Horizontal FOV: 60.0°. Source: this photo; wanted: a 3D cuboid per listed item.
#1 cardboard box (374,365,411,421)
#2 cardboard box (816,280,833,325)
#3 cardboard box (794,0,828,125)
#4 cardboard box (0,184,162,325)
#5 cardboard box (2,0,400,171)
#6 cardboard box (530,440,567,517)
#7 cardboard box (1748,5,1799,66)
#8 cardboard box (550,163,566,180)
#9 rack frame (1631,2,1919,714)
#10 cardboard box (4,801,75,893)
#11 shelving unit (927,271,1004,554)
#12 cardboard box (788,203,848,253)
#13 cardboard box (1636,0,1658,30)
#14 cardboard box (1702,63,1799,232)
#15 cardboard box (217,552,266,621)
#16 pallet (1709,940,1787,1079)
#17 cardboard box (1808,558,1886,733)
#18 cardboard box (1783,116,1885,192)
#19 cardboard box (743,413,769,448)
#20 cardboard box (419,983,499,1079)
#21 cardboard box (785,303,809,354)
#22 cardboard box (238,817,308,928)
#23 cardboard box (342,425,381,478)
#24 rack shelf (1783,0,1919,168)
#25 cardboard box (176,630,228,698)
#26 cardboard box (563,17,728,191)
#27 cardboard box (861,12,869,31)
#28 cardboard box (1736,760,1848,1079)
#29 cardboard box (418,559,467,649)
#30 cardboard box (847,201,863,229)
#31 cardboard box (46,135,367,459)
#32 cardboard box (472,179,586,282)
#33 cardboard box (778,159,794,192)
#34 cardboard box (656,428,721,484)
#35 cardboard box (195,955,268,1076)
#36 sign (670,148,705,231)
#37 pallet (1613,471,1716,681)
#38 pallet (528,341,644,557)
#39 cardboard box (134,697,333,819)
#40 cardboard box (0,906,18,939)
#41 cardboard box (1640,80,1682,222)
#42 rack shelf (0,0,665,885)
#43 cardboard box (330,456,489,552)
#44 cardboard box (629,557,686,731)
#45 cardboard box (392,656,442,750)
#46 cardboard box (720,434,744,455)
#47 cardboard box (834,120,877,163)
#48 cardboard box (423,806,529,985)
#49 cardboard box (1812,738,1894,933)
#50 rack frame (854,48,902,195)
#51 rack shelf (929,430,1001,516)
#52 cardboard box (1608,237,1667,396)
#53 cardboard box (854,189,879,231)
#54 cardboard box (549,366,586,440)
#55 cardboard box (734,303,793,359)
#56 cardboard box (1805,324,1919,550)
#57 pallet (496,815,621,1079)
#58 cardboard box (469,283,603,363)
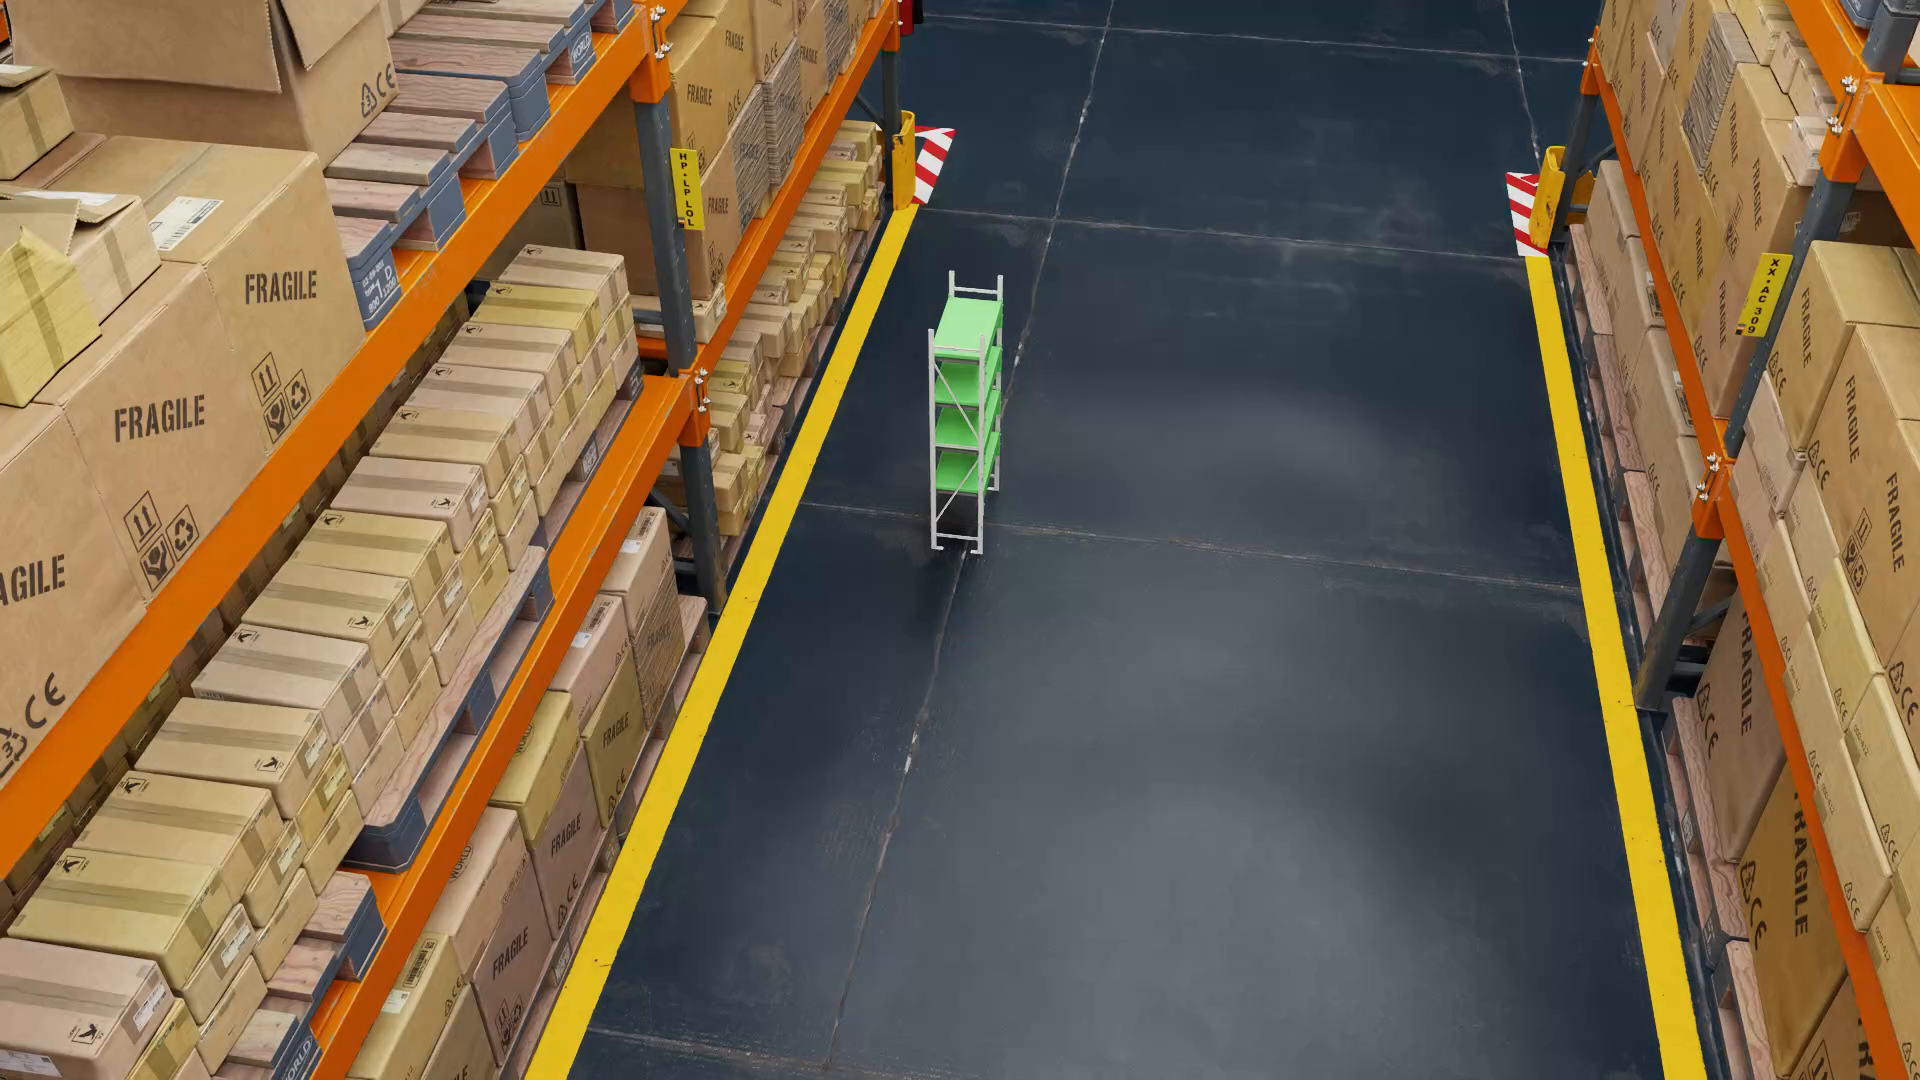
[{"bbox_3d":[-2.163,-0.565,5.810,0.380,0.149,0.250,7,40,9],"label":"cardboard box"},{"bbox_3d":[-0.903,-1.305,8.979,0.380,0.149,0.250,7,40,9],"label":"cardboard box"},{"bbox_3d":[-0.955,-2.306,7.970,0.500,0.500,0.500,8,40,10],"label":"cardboard box"},{"bbox_3d":[-1.811,-0.598,3.182,0.396,0.266,0.258,6,40,8],"label":"cardboard box"},{"bbox_3d":[-1.951,-1.309,4.312,0.797,0.503,0.637,6,40,7],"label":"cardboard box"},{"bbox_3d":[-1.561,-0.224,5.631,0.380,0.149,0.250,4,40,5],"label":"cardboard box"},{"bbox_3d":[3.318,-1.957,6.488,0.380,0.149,0.250,6,40,7],"label":"cardboard box"},{"bbox_3d":[-1.739,-1.770,6.537,0.500,0.500,0.500,5,40,6],"label":"cardboard box"},{"bbox_3d":[3.339,-0.424,6.006,1.000,3.000,0.127,6,40,8],"label":"rack frame"},{"bbox_3d":[-2.522,0.731,4.243,0.380,0.149,0.250,7,40,9],"label":"cardboard box"},{"bbox_3d":[0.029,-0.566,7.590,0.258,1.200,0.503,6,40,8],"label":"shelving unit"},{"bbox_3d":[-0.823,-1.691,8.979,0.380,0.149,0.250,8,40,9],"label":"cardboard box"},{"bbox_3d":[3.585,-2.764,7.972,0.500,0.500,0.500,5,40,6],"label":"cardboard box"},{"bbox_3d":[3.244,-1.492,6.435,0.500,0.500,0.500,6,40,7],"label":"cardboard box"},{"bbox_3d":[-2.344,0.092,5.016,0.380,0.149,0.250,6,40,7],"label":"cardboard box"},{"bbox_3d":[3.070,1.911,5.370,1.003,0.211,1.213,6,40,8],"label":"pallet"},{"bbox_3d":[2.809,0.330,4.819,0.500,0.250,0.500,7,40,8],"label":"cardboard box"},{"bbox_3d":[3.078,-1.327,5.725,0.380,0.149,0.250,6,40,7],"label":"cardboard box"},{"bbox_3d":[-1.137,-0.492,7.995,0.380,0.149,0.250,6,40,7],"label":"cardboard box"},{"bbox_3d":[-1.789,1.673,5.101,0.500,0.500,0.500,7,40,8],"label":"cardboard box"},{"bbox_3d":[-0.988,-1.093,8.489,0.380,0.149,0.250,6,40,7],"label":"cardboard box"},{"bbox_3d":[-1.877,0.804,4.154,0.380,0.149,0.250,5,40,6],"label":"cardboard box"},{"bbox_3d":[-2.209,-0.287,5.707,0.380,0.149,0.250,7,40,8],"label":"cardboard box"},{"bbox_3d":[3.685,-2.558,6.798,1.077,0.370,4.000,6,40,8],"label":"rack shelf"},{"bbox_3d":[-2.387,0.374,4.908,0.380,0.149,0.250,8,40,9],"label":"cardboard box"},{"bbox_3d":[-1.236,-1.702,6.454,0.500,0.500,0.500,7,40,9],"label":"cardboard box"},{"bbox_3d":[-0.720,-2.933,9.237,0.380,0.149,0.250,6,40,8],"label":"cardboard box"},{"bbox_3d":[3.161,1.198,5.381,0.875,0.875,0.875,7,40,9],"label":"cardboard box"},{"bbox_3d":[-1.701,0.165,4.928,0.380,0.149,0.250,8,40,9],"label":"cardboard box"},{"bbox_3d":[-0.761,-1.906,9.472,0.380,0.149,0.250,5,40,6],"label":"cardboard box"},{"bbox_3d":[-1.725,-0.549,3.724,0.500,0.500,0.500,6,40,8],"label":"cardboard box"},{"bbox_3d":[-1.749,-1.395,6.868,0.500,0.500,0.500,6,40,8],"label":"cardboard box"},{"bbox_3d":[-1.003,-1.783,7.847,0.380,0.149,0.250,8,40,10],"label":"cardboard box"},{"bbox_3d":[-1.291,-0.393,7.408,0.380,0.149,0.250,8,40,9],"label":"cardboard box"},{"bbox_3d":[-1.924,1.112,4.016,0.380,0.149,0.250,8,40,10],"label":"cardboard box"},{"bbox_3d":[-1.007,-1.294,6.149,0.100,0.325,0.005,6,40,8],"label":"sign"},{"bbox_3d":[3.547,0.182,7.461,1.003,0.211,1.213,6,40,8],"label":"pallet"},{"bbox_3d":[-1.830,-0.369,6.090,1.003,0.211,1.213,6,40,8],"label":"pallet"},{"bbox_3d":[-1.839,0.552,4.226,0.380,0.149,0.250,5,40,6],"label":"cardboard box"},{"bbox_3d":[-2.569,1.023,4.123,0.380,0.149,0.250,6,40,8],"label":"cardboard box"},{"bbox_3d":[3.429,-1.750,7.531,0.500,0.500,0.500,8,40,9],"label":"cardboard box"},{"bbox_3d":[-1.900,-0.530,4.345,1.077,0.370,4.000,6,40,8],"label":"rack shelf"},{"bbox_3d":[-1.658,-0.110,5.026,0.380,0.149,0.250,5,40,6],"label":"cardboard box"},{"bbox_3d":[-1.434,0.387,6.657,0.500,0.500,0.500,6,40,7],"label":"cardboard box"},{"bbox_3d":[-1.743,0.448,4.819,0.380,0.149,0.250,7,40,8],"label":"cardboard box"},{"bbox_3d":[-1.221,-0.445,7.706,0.380,0.149,0.250,7,40,8],"label":"cardboard box"},{"bbox_3d":[-0.704,-2.349,9.775,0.380,0.149,0.250,7,40,8],"label":"cardboard box"},{"bbox_3d":[-1.703,1.083,5.227,0.500,0.250,0.500,7,40,8],"label":"cardboard box"},{"bbox_3d":[2.714,0.838,4.597,0.500,0.250,0.500,6,40,7],"label":"cardboard box"},{"bbox_3d":[-0.862,-3.417,9.626,1.000,3.000,0.127,6,40,8],"label":"rack frame"},{"bbox_3d":[0.029,-0.332,7.784,0.258,0.148,0.480,6,40,8],"label":"rack shelf"},{"bbox_3d":[3.865,-1.109,8.515,0.875,0.438,0.875,7,40,9],"label":"cardboard box"},{"bbox_3d":[-0.693,-1.954,9.764,0.380,0.149,0.250,8,40,9],"label":"cardboard box"},{"bbox_3d":[-1.519,-0.494,5.725,0.380,0.149,0.250,8,40,10],"label":"cardboard box"},{"bbox_3d":[-1.042,-1.040,8.191,0.380,0.149,0.250,7,40,9],"label":"cardboard box"},{"bbox_3d":[2.918,-0.281,4.970,0.500,0.500,0.500,6,40,7],"label":"cardboard box"},{"bbox_3d":[-1.896,1.425,5.958,1.003,0.211,1.213,6,40,8],"label":"pallet"},{"bbox_3d":[-1.477,-0.759,5.811,0.380,0.149,0.250,5,40,6],"label":"cardboard box"}]
